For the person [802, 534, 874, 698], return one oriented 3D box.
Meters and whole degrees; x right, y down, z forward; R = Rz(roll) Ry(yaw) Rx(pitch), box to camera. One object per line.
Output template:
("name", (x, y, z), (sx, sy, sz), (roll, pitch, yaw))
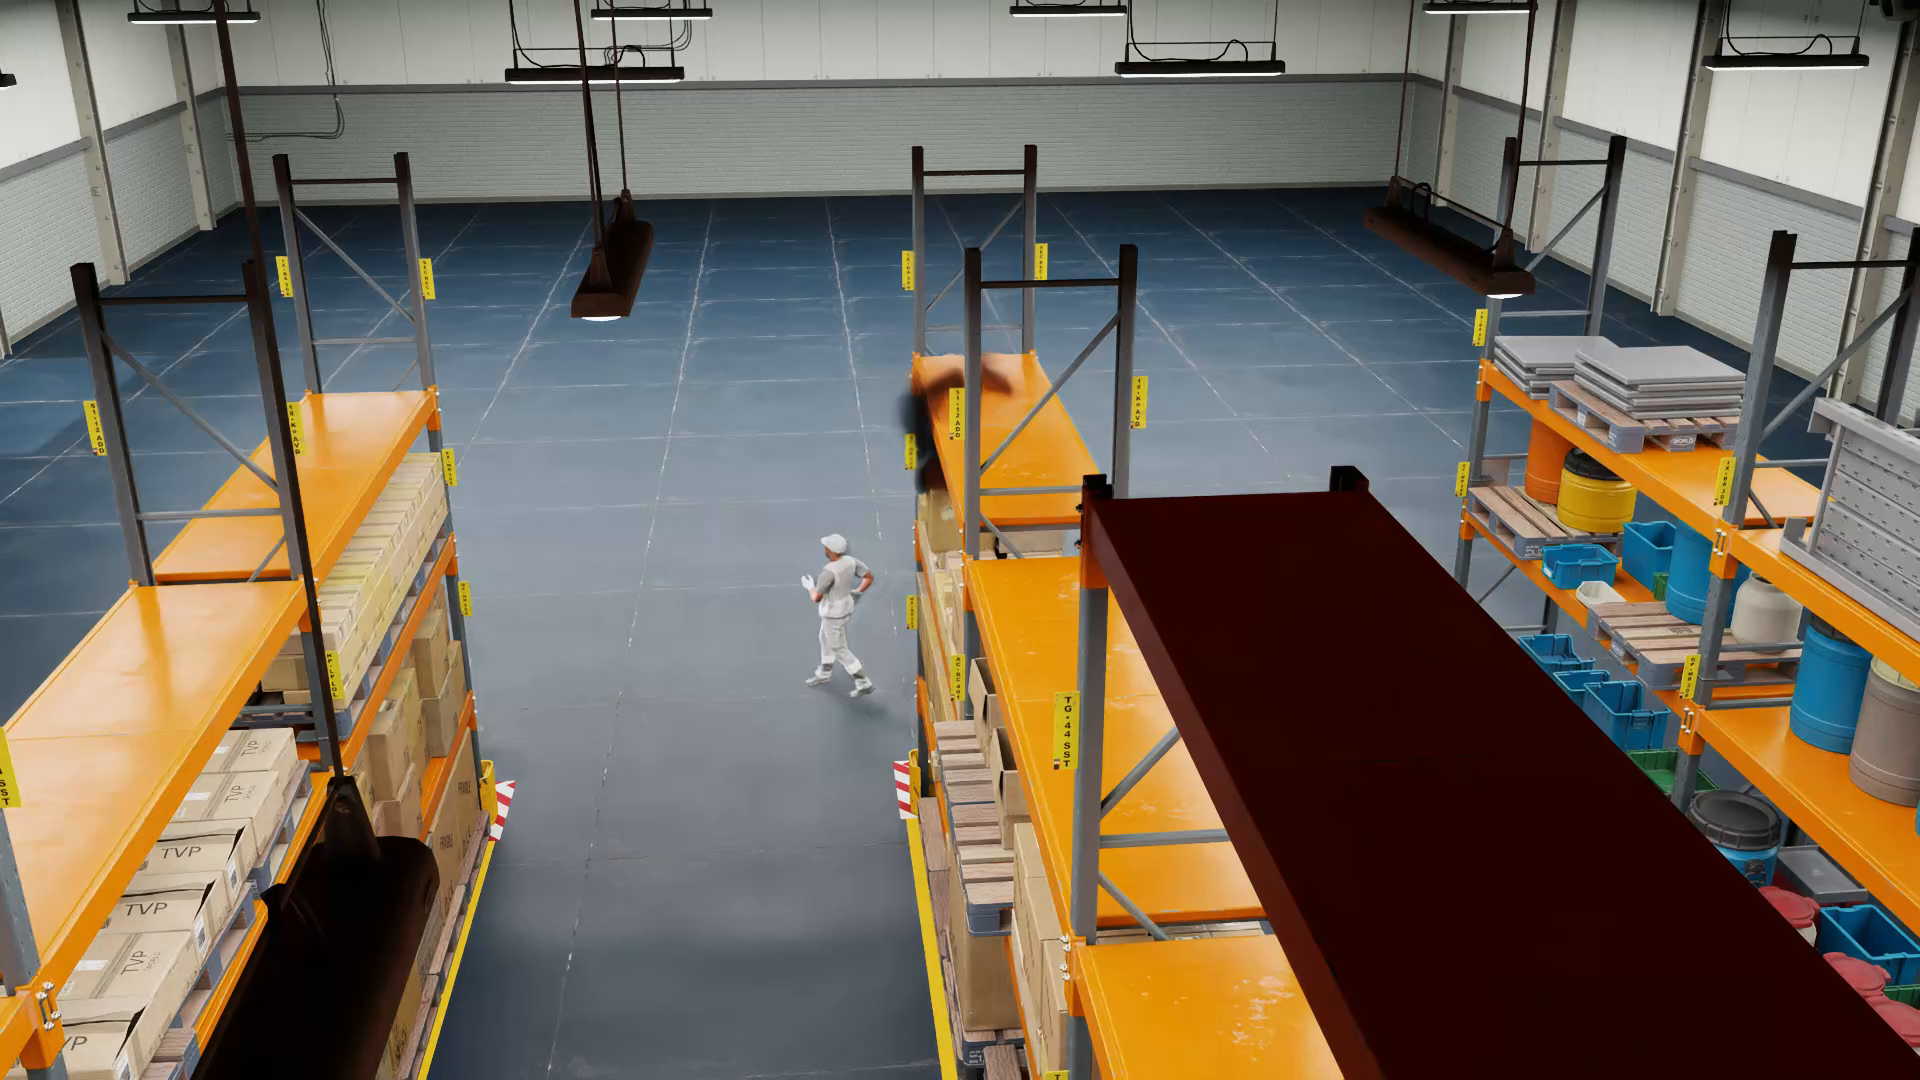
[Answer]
("person", (-1.268, 0.781, 17.180), (0.919, 1.814, 0.655), (10, 24, 24))
